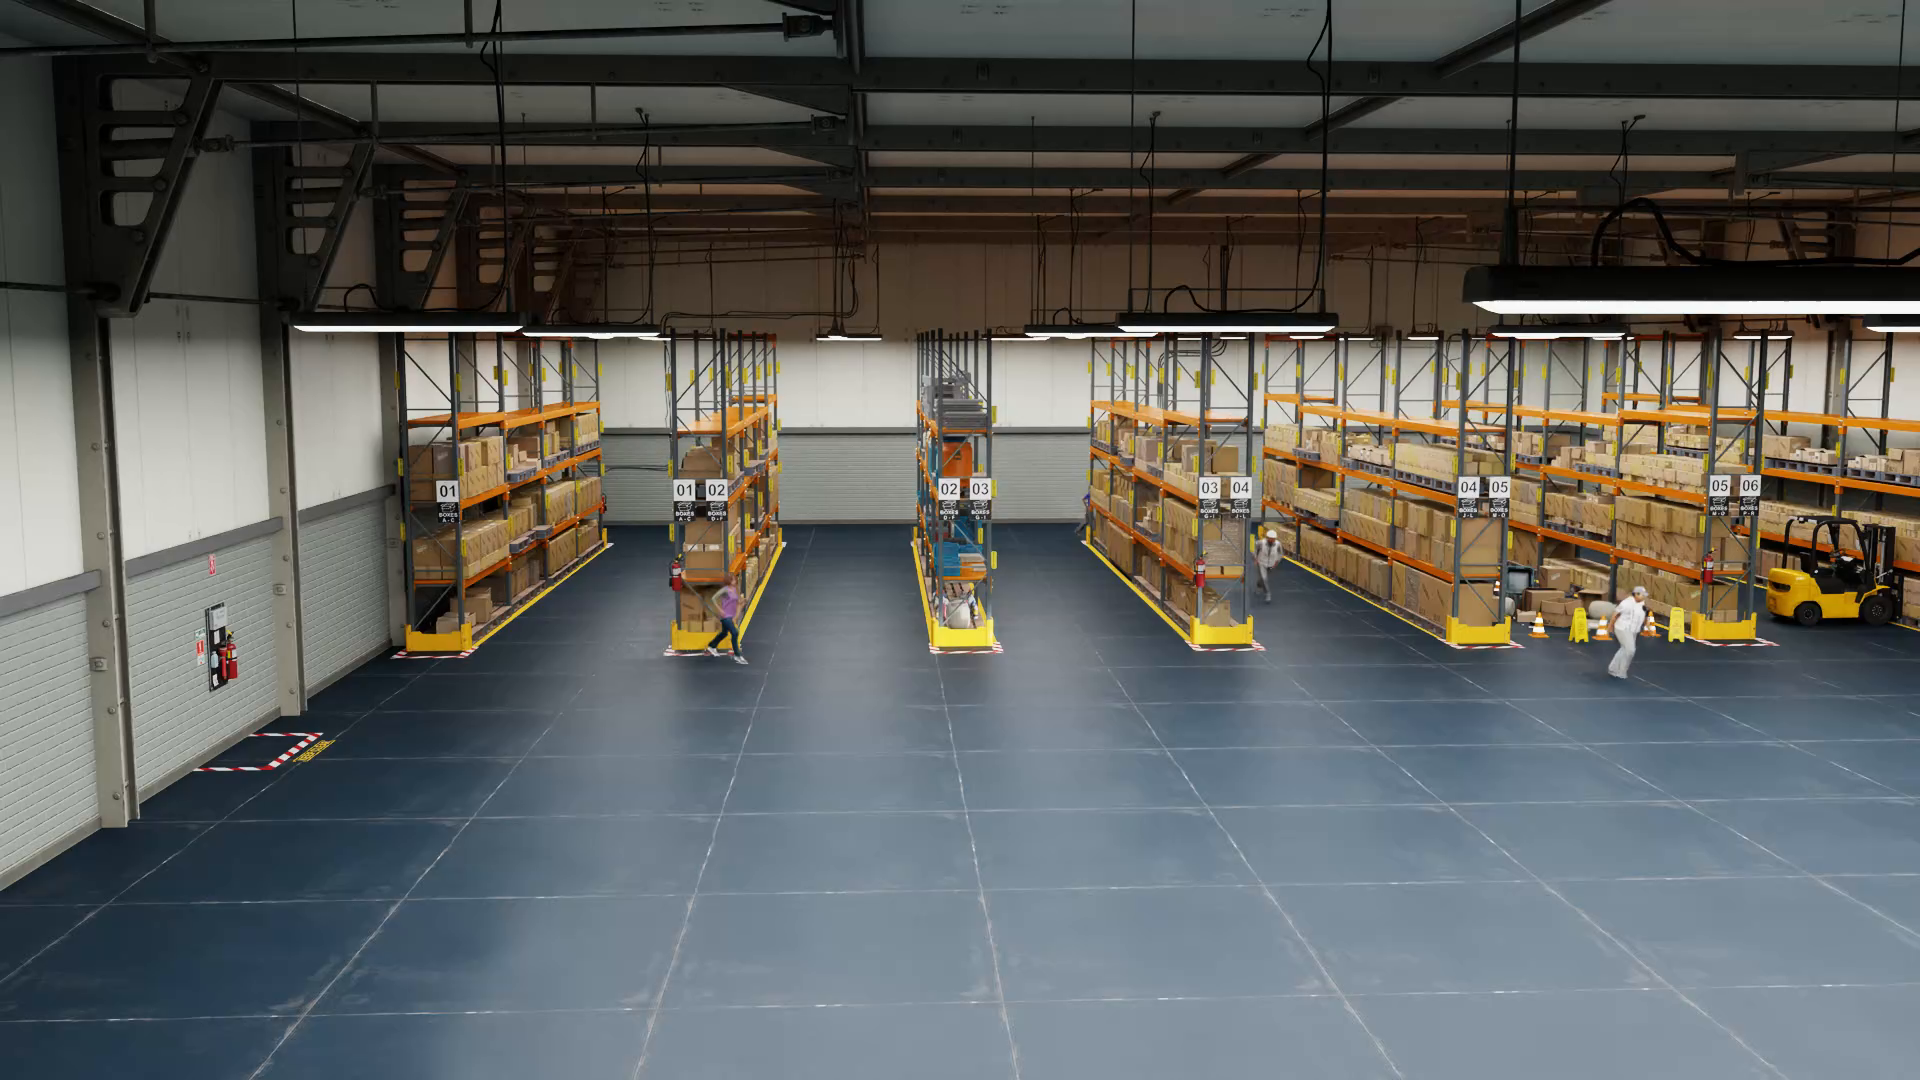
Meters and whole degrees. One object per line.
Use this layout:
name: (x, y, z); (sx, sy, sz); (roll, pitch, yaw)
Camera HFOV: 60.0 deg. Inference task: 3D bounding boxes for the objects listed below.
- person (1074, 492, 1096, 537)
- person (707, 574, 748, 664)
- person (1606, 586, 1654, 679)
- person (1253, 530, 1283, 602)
person: (3.804, -0.855, 48.874); (0.950, 1.620, 0.562); (2, 7, 15)
person: (-4.227, 1.411, 29.890); (0.852, 1.621, 0.583); (2, 7, 18)
person: (11.466, 1.565, 28.487); (0.568, 1.607, 0.733); (-4, 8, -30)
person: (6.870, 0.536, 37.316); (0.651, 1.614, 1.126); (-1, 7, -5)
